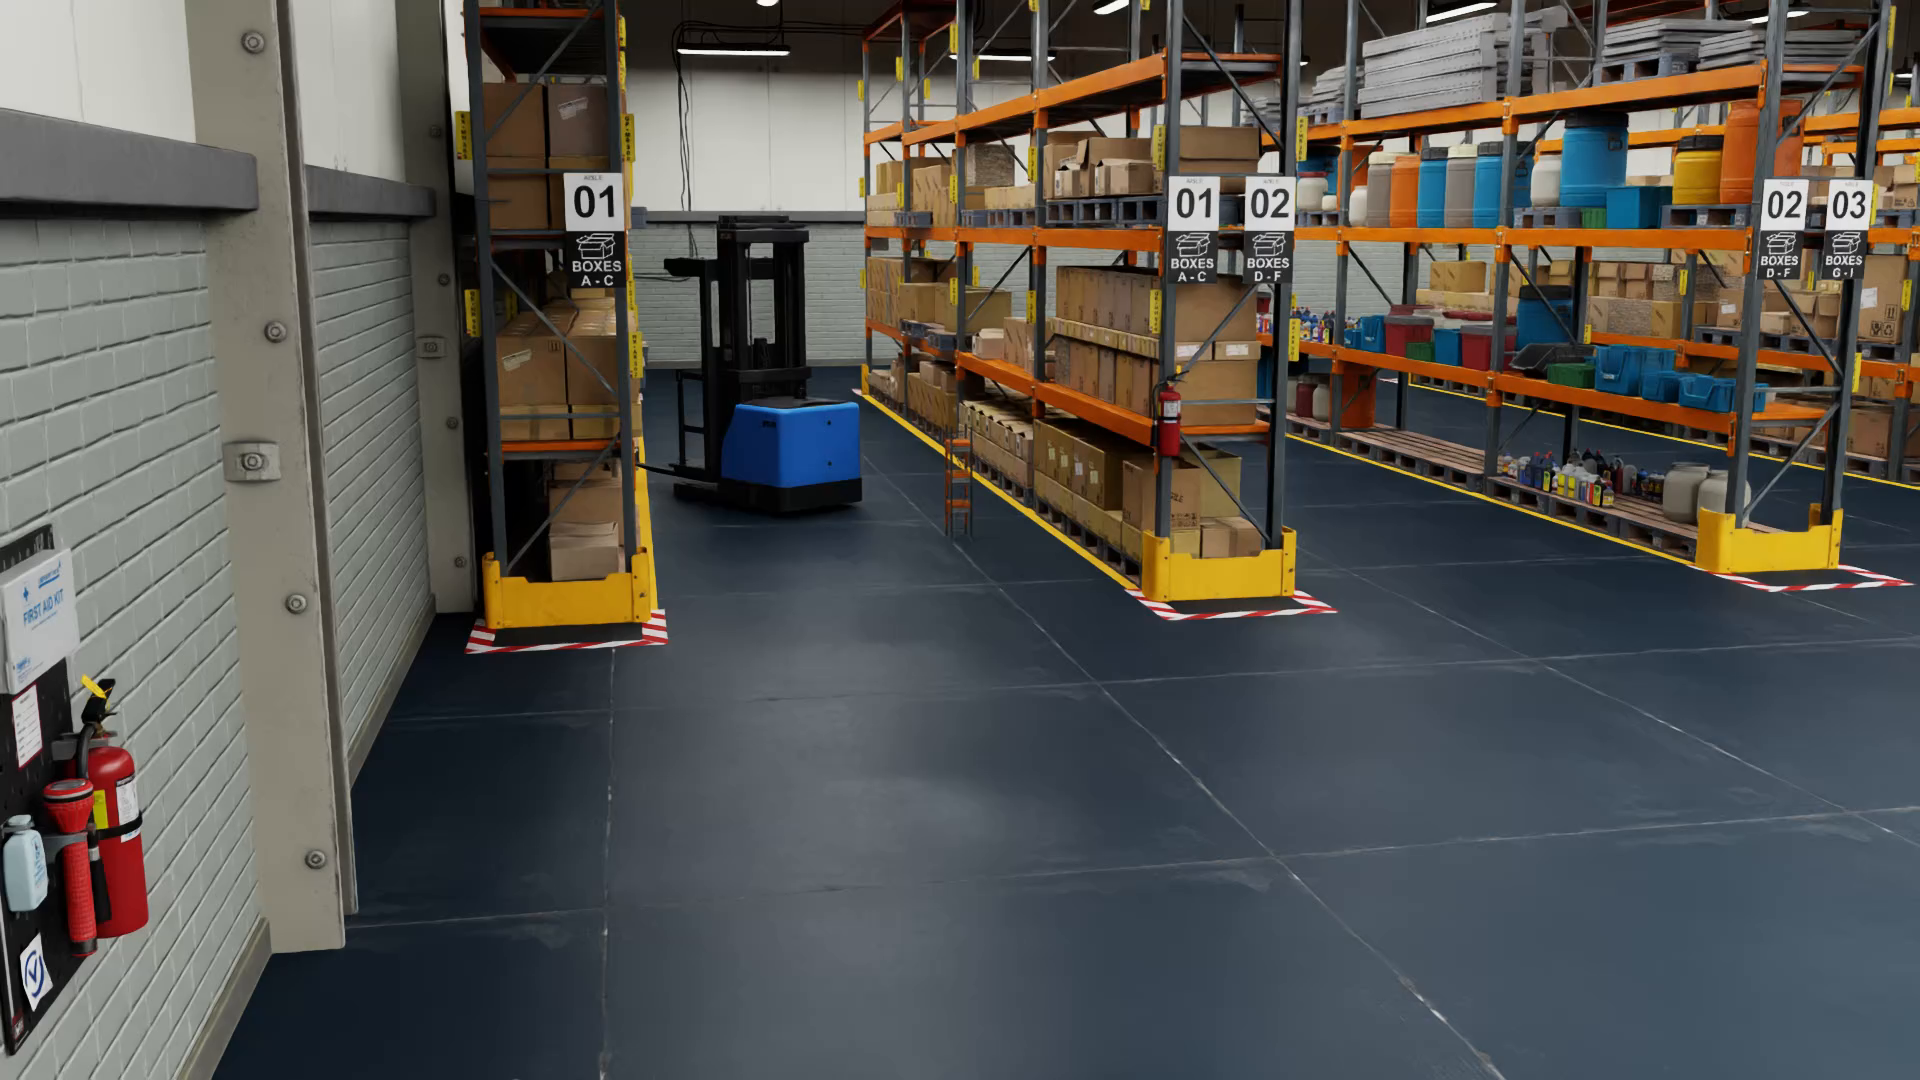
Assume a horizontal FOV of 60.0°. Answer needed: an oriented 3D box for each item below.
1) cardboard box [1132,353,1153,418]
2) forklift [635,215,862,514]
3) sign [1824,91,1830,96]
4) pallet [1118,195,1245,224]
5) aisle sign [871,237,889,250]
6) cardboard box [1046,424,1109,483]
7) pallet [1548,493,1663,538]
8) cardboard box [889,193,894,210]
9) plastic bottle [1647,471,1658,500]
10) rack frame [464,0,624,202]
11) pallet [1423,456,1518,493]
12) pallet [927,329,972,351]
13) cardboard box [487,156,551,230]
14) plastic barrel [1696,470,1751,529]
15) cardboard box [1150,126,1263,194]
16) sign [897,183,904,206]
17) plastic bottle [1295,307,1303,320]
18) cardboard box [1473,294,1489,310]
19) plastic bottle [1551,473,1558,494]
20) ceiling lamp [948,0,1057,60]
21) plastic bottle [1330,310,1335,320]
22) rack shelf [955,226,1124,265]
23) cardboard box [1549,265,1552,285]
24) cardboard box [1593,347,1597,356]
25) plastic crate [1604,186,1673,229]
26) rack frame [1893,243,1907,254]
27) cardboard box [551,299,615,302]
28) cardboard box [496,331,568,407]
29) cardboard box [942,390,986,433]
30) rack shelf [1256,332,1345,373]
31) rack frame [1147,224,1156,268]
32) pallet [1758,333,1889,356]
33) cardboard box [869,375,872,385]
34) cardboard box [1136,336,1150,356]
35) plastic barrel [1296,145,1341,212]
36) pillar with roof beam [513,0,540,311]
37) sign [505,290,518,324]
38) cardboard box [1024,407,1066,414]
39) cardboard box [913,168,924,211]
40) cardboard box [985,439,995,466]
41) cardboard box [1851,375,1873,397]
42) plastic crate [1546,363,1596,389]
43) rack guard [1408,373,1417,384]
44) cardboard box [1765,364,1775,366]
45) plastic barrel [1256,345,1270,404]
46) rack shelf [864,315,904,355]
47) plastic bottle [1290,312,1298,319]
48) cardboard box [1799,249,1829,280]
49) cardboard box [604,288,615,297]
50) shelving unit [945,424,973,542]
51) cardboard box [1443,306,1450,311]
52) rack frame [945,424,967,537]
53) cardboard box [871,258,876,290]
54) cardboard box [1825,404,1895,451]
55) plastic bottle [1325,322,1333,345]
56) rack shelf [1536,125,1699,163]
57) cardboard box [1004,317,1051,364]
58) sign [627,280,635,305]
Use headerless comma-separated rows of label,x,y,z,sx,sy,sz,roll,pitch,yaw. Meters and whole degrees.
cardboard box,1.830,-1.286,13.715,0.700,0.500,0.500,-2,11,-10
forklift,-2.377,-1.910,17.447,1.130,2.935,3.031,-10,15,-42
sign,13.748,-7.205,26.328,0.100,0.325,0.005,-2,11,-11
pallet,1.903,-2.615,13.181,1.003,0.211,1.213,-2,11,-11
aisle sign,-1.398,-5.268,27.952,0.394,0.787,0.004,-2,11,-11
cardboard box,1.125,-0.824,15.783,0.500,0.500,0.500,-2,11,-11
pallet,6.427,-0.249,15.992,1.003,0.211,1.213,-2,11,-11
cardboard box,-0.774,-5.072,24.917,0.500,0.250,0.500,-2,11,-11
plastic bottle,6.741,-0.535,16.157,0.097,0.271,0.097,0,11,0
rack frame,-2.843,-3.821,11.256,1.000,3.000,0.127,-2,11,-11
pallet,5.906,-0.740,18.575,1.003,0.211,1.213,-2,11,-11
pallet,0.258,-2.549,21.134,1.213,0.211,1.003,-2,11,-11
cardboard box,-3.173,-2.473,11.879,0.500,0.500,0.500,-1,11,-7
plastic barrel,6.671,-0.336,14.523,0.421,0.512,0.421,0,11,0
cardboard box,1.907,-2.959,12.979,0.797,0.503,0.637,-1,11,-7
sign,-0.850,-4.962,23.891,0.100,0.325,0.005,-2,11,-11
plastic bottle,4.935,-3.215,24.249,0.144,0.351,0.185,-2,11,-11
cardboard box,8.853,-3.947,27.571,0.500,0.250,0.500,-2,11,-10
plastic bottle,5.915,-0.558,16.469,0.097,0.201,0.097,0,11,0
ceiling lamp,0.836,-10.386,30.139,2.000,3.185,0.800,-2,11,-11
plastic bottle,5.254,-3.052,23.393,0.144,0.351,0.185,-2,11,-11
rack shelf,0.848,-3.275,18.336,1.077,0.370,4.000,-2,11,-11
cardboard box,9.557,-4.153,26.646,0.500,0.500,0.500,-2,11,-11
cardboard box,9.897,-2.335,24.054,1.225,0.875,0.875,-2,11,-11
plastic crate,6.208,-3.038,15.211,0.392,0.384,0.575,-2,11,-11
rack frame,18.342,-4.709,31.968,1.000,3.000,0.127,-2,11,-11
cardboard box,-4.163,-2.419,18.491,0.700,0.500,0.500,-3,11,-16
cardboard box,-3.144,-1.257,12.173,0.500,0.500,0.500,-2,11,-12
cardboard box,0.047,-1.673,21.525,0.500,0.500,0.500,-2,11,-9
rack shelf,4.929,-2.715,23.414,1.077,0.370,4.000,-2,11,-11
rack frame,3.763,-4.168,29.128,1.000,3.000,0.127,-2,11,-11
pallet,10.602,-2.425,20.484,1.003,0.211,1.213,-2,11,-11
cardboard box,-1.304,-2.678,27.699,0.380,0.166,0.250,-2,11,-11
cardboard box,1.652,-1.580,13.528,0.380,0.149,0.250,-2,11,-12
plastic barrel,5.022,-5.053,23.291,0.600,0.901,0.708,-2,11,-11
pillar with roof beam,-1.939,-6.275,24.151,9.100,9.000,0.548,-2,11,-11
sign,-4.165,-2.155,15.454,0.100,0.325,0.005,-2,11,-11
cardboard box,1.005,-1.378,19.197,0.500,0.311,0.500,-2,11,-11
cardboard box,-0.293,-4.938,23.493,0.600,0.600,0.600,-3,11,-16
cardboard box,0.578,-0.989,18.655,0.500,0.250,0.500,-2,11,-10
cardboard box,14.272,-2.513,25.992,0.500,0.500,0.500,-2,11,-8
plastic crate,6.084,-1.604,16.222,0.450,0.188,0.662,-2,11,-11
rack guard,8.616,-3.125,30.331,1.175,0.500,0.348,-2,11,-11
cardboard box,13.815,-3.021,28.012,0.380,0.149,0.250,-2,11,-12
plastic barrel,4.630,-2.510,24.903,0.600,0.901,0.708,-2,11,-11
rack shelf,-0.708,-3.269,26.325,1.077,0.370,4.000,-2,11,-11
plastic bottle,4.609,-2.976,22.995,0.144,0.351,0.185,-2,11,-11
cardboard box,13.927,-4.539,27.341,0.500,0.500,0.500,-3,11,-13
cardboard box,-4.240,-3.012,19.932,0.500,0.250,0.500,-2,11,-10
shelving unit,-0.010,-0.526,15.203,0.215,1.050,0.252,-2,11,-11
cardboard box,8.568,-3.960,28.703,0.380,0.149,0.250,-2,11,-12
rack frame,-0.034,-0.548,15.321,0.200,1.050,0.008,-2,11,-11
cardboard box,-1.160,-4.343,27.102,0.500,0.500,0.500,-2,11,-10
cardboard box,10.782,-1.337,19.763,0.700,0.500,0.500,-2,11,-11
plastic bottle,4.821,-2.702,21.738,0.061,0.283,0.133,-2,11,-11
rack shelf,9.788,-5.645,23.836,1.077,0.370,4.000,-2,11,-11
cardboard box,0.801,-2.264,18.853,0.500,0.500,0.500,-3,11,-14
sign,-3.869,-2.892,19.538,0.100,0.325,0.005,-2,11,-11
